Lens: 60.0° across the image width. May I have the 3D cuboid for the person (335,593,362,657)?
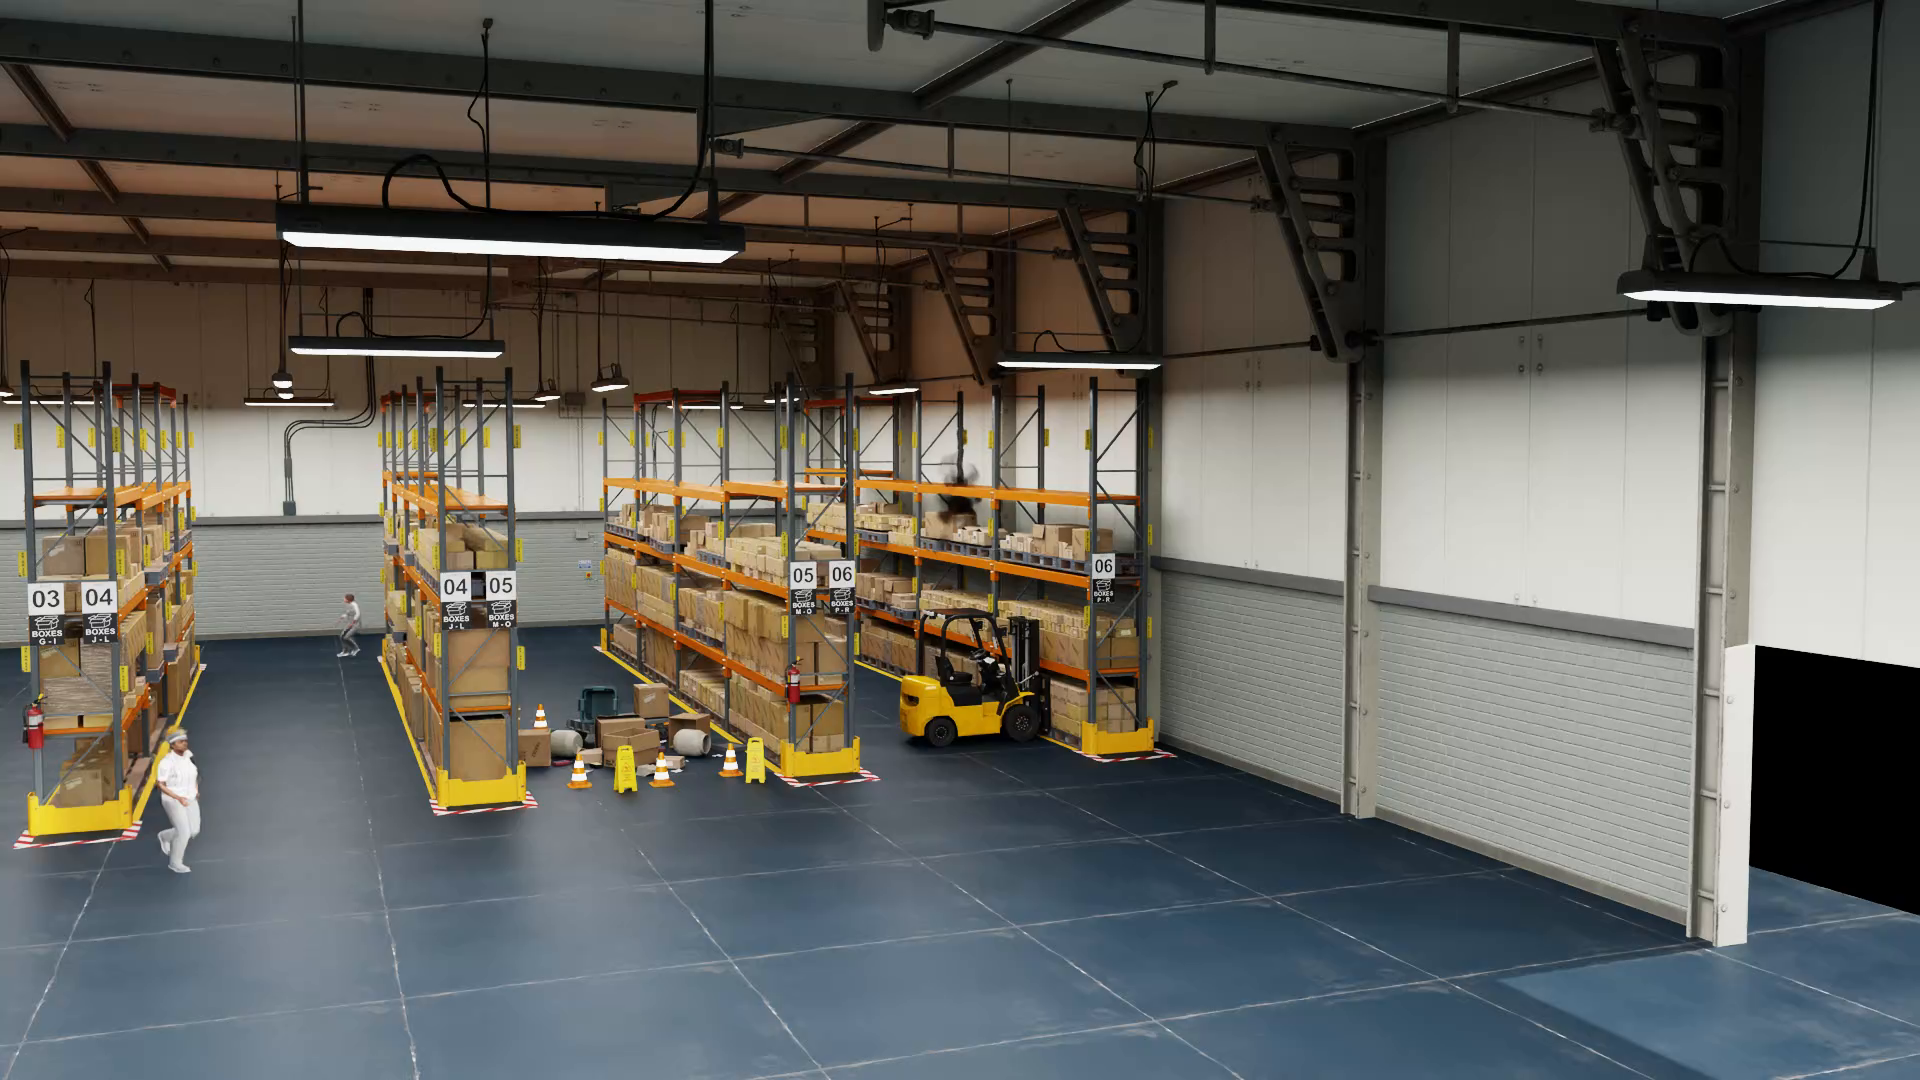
[{"bbox_3d":[-14.065,1.959,38.334,0.445,1.490,0.763,-3,5,-45],"label":"person"}]

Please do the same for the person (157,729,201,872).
[{"bbox_3d":[-9.106,3.018,19.357,0.607,1.672,0.591,1,4,20],"label":"person"}]
